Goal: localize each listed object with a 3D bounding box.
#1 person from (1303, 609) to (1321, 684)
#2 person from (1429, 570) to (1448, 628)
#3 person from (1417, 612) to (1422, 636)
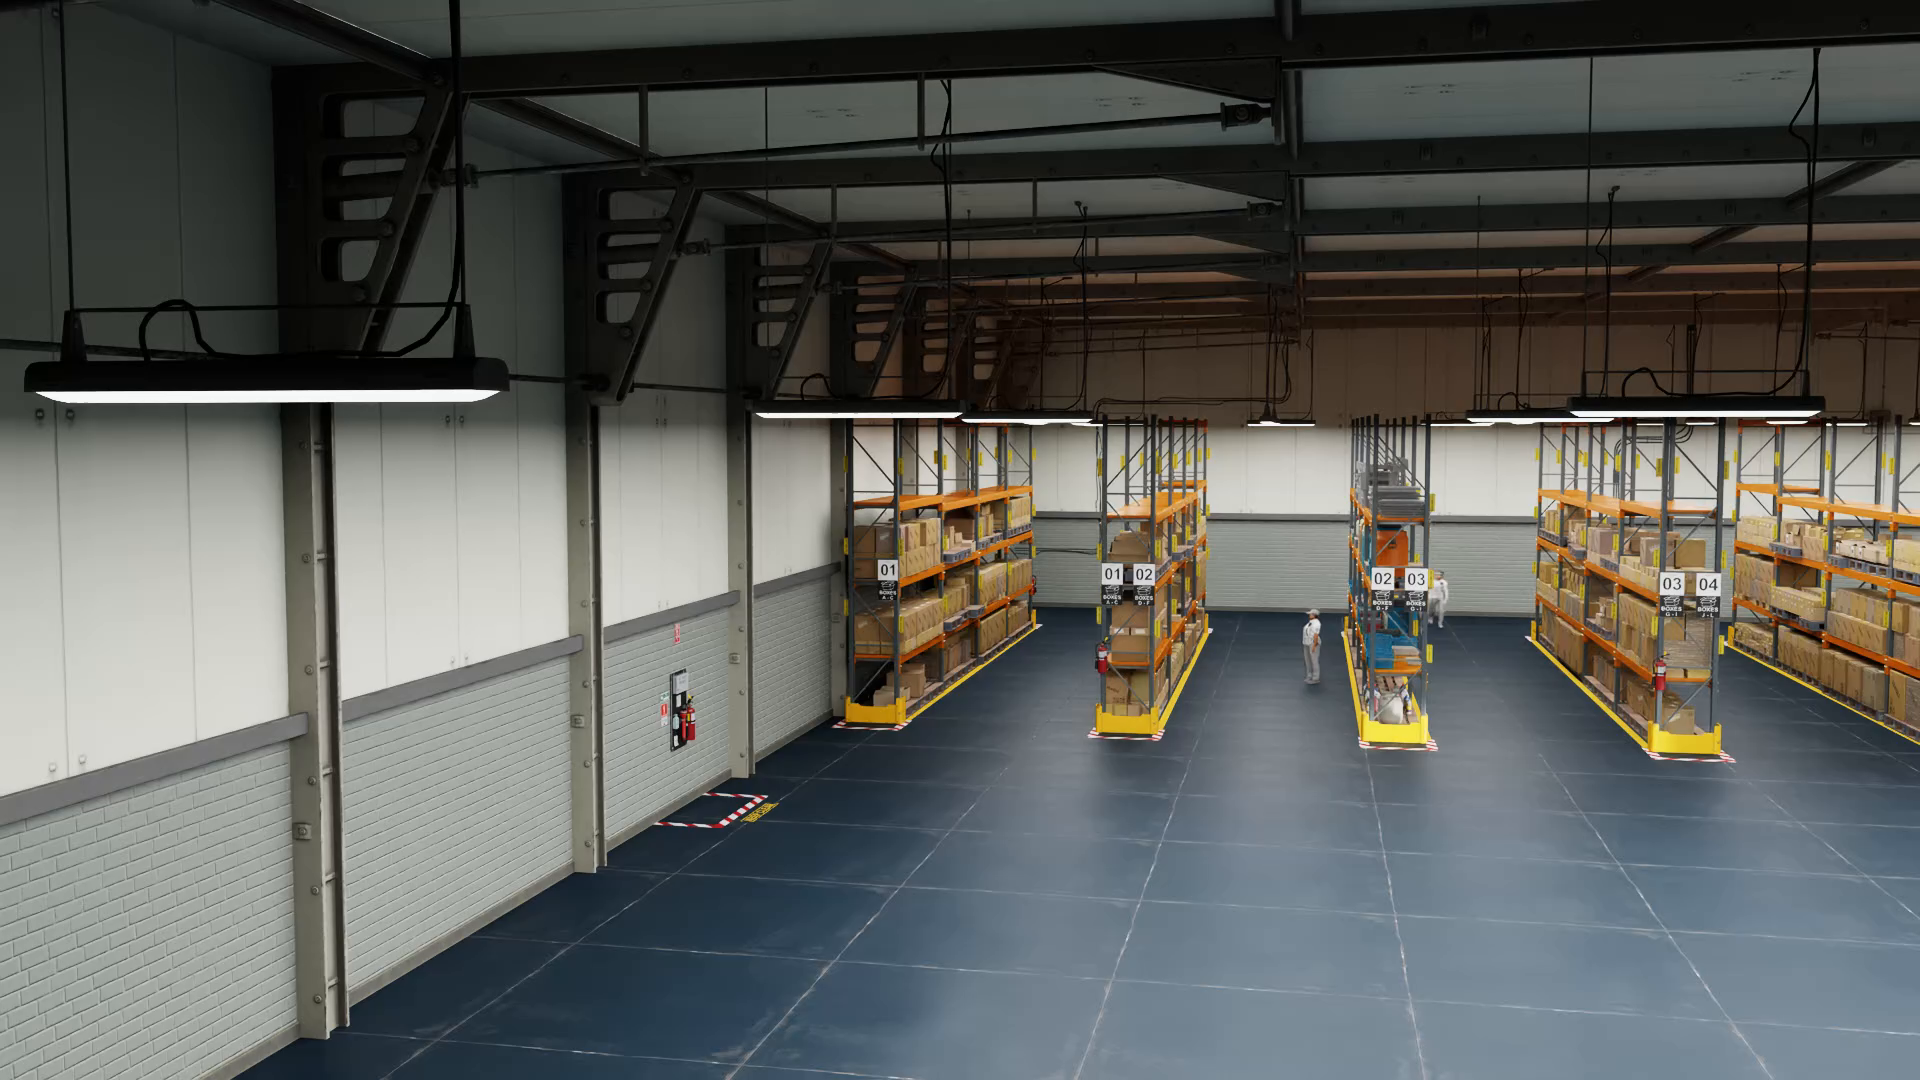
[{"bbox_3d":[7.958,2.395,37.656,0.433,1.663,0.521,-1,4,-21],"label":"person"},{"bbox_3d":[13.808,1.682,47.995,0.502,1.659,0.750,0,4,7],"label":"person"},{"bbox_3d":[12.781,1.860,46.291,0.418,1.628,0.370,3,5,35],"label":"person"}]
